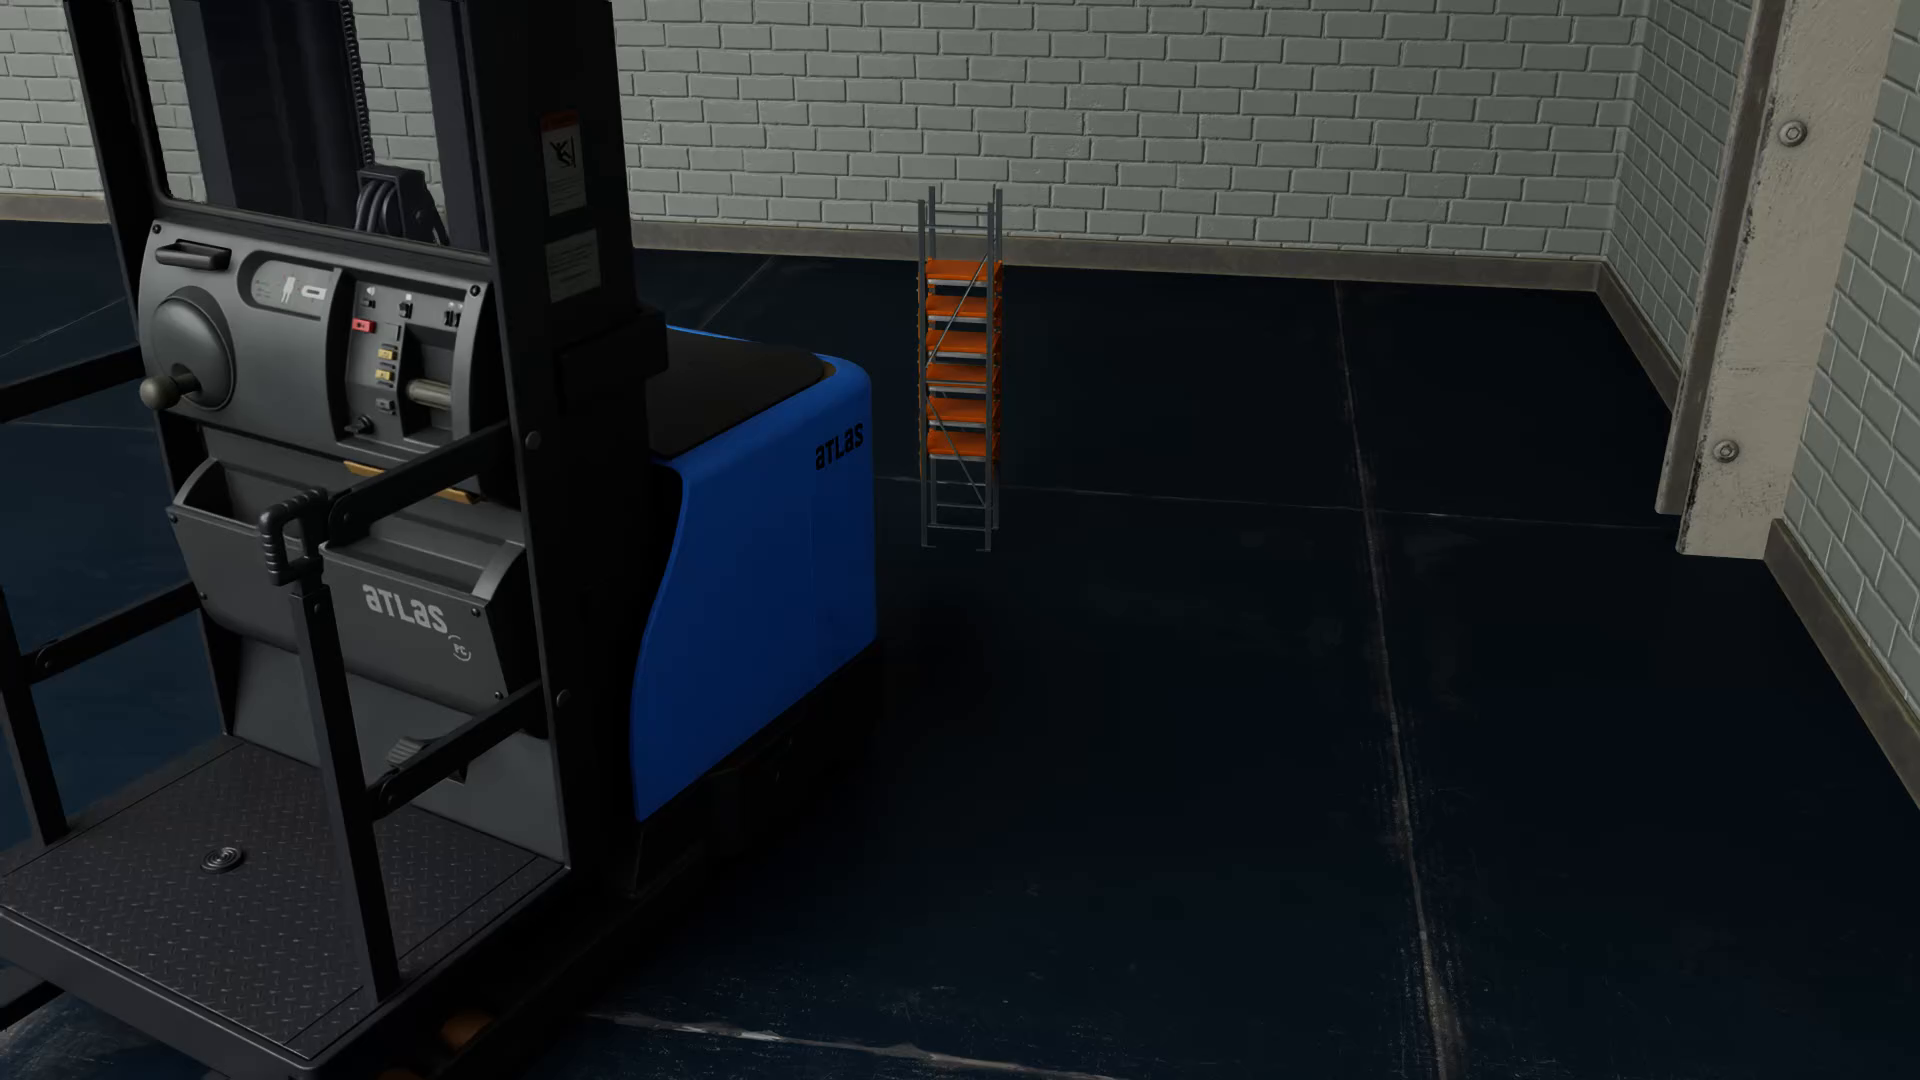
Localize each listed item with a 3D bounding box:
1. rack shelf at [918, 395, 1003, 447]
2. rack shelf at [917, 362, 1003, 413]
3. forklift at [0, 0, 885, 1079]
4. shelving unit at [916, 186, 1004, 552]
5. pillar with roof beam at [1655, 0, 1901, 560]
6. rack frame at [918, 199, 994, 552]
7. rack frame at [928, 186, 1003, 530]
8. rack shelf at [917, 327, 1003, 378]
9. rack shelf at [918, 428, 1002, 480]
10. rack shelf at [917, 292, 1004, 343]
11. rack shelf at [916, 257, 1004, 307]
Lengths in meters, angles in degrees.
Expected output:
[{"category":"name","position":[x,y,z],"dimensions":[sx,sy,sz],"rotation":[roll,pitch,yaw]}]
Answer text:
[{"category":"rack shelf","position":[0.002,-0.401,5.578],"dimensions":[0.258,0.103,0.180],"rotation":[4,25,9]},{"category":"rack shelf","position":[0.002,-0.509,5.527],"dimensions":[0.258,0.103,0.180],"rotation":[4,25,9]},{"category":"forklift","position":[-1.374,-0.360,3.062],"dimensions":[1.130,2.935,3.031],"rotation":[14,28,27]},{"category":"shelving unit","position":[0.002,-0.549,5.509],"dimensions":[0.258,1.200,0.189],"rotation":[4,25,9]},{"category":"pillar with roof beam","position":[-1.620,-4.399,4.534],"dimensions":[9.100,9.000,0.400],"rotation":[4,25,9]},{"category":"rack frame","position":[-0.013,-0.511,5.427],"dimensions":[0.240,1.200,0.006],"rotation":[4,25,9]},{"category":"rack frame","position":[0.017,-0.588,5.590],"dimensions":[0.240,1.200,0.006],"rotation":[4,25,9]},{"category":"rack shelf","position":[0.002,-0.618,5.477],"dimensions":[0.258,0.103,0.180],"rotation":[4,25,9]},{"category":"rack shelf","position":[0.002,-0.292,5.629],"dimensions":[0.258,0.103,0.180],"rotation":[4,25,9]},{"category":"rack shelf","position":[0.002,-0.727,5.426],"dimensions":[0.258,0.103,0.180],"rotation":[4,25,9]},{"category":"rack shelf","position":[0.002,-0.835,5.375],"dimensions":[0.258,0.103,0.180],"rotation":[4,25,9]}]
